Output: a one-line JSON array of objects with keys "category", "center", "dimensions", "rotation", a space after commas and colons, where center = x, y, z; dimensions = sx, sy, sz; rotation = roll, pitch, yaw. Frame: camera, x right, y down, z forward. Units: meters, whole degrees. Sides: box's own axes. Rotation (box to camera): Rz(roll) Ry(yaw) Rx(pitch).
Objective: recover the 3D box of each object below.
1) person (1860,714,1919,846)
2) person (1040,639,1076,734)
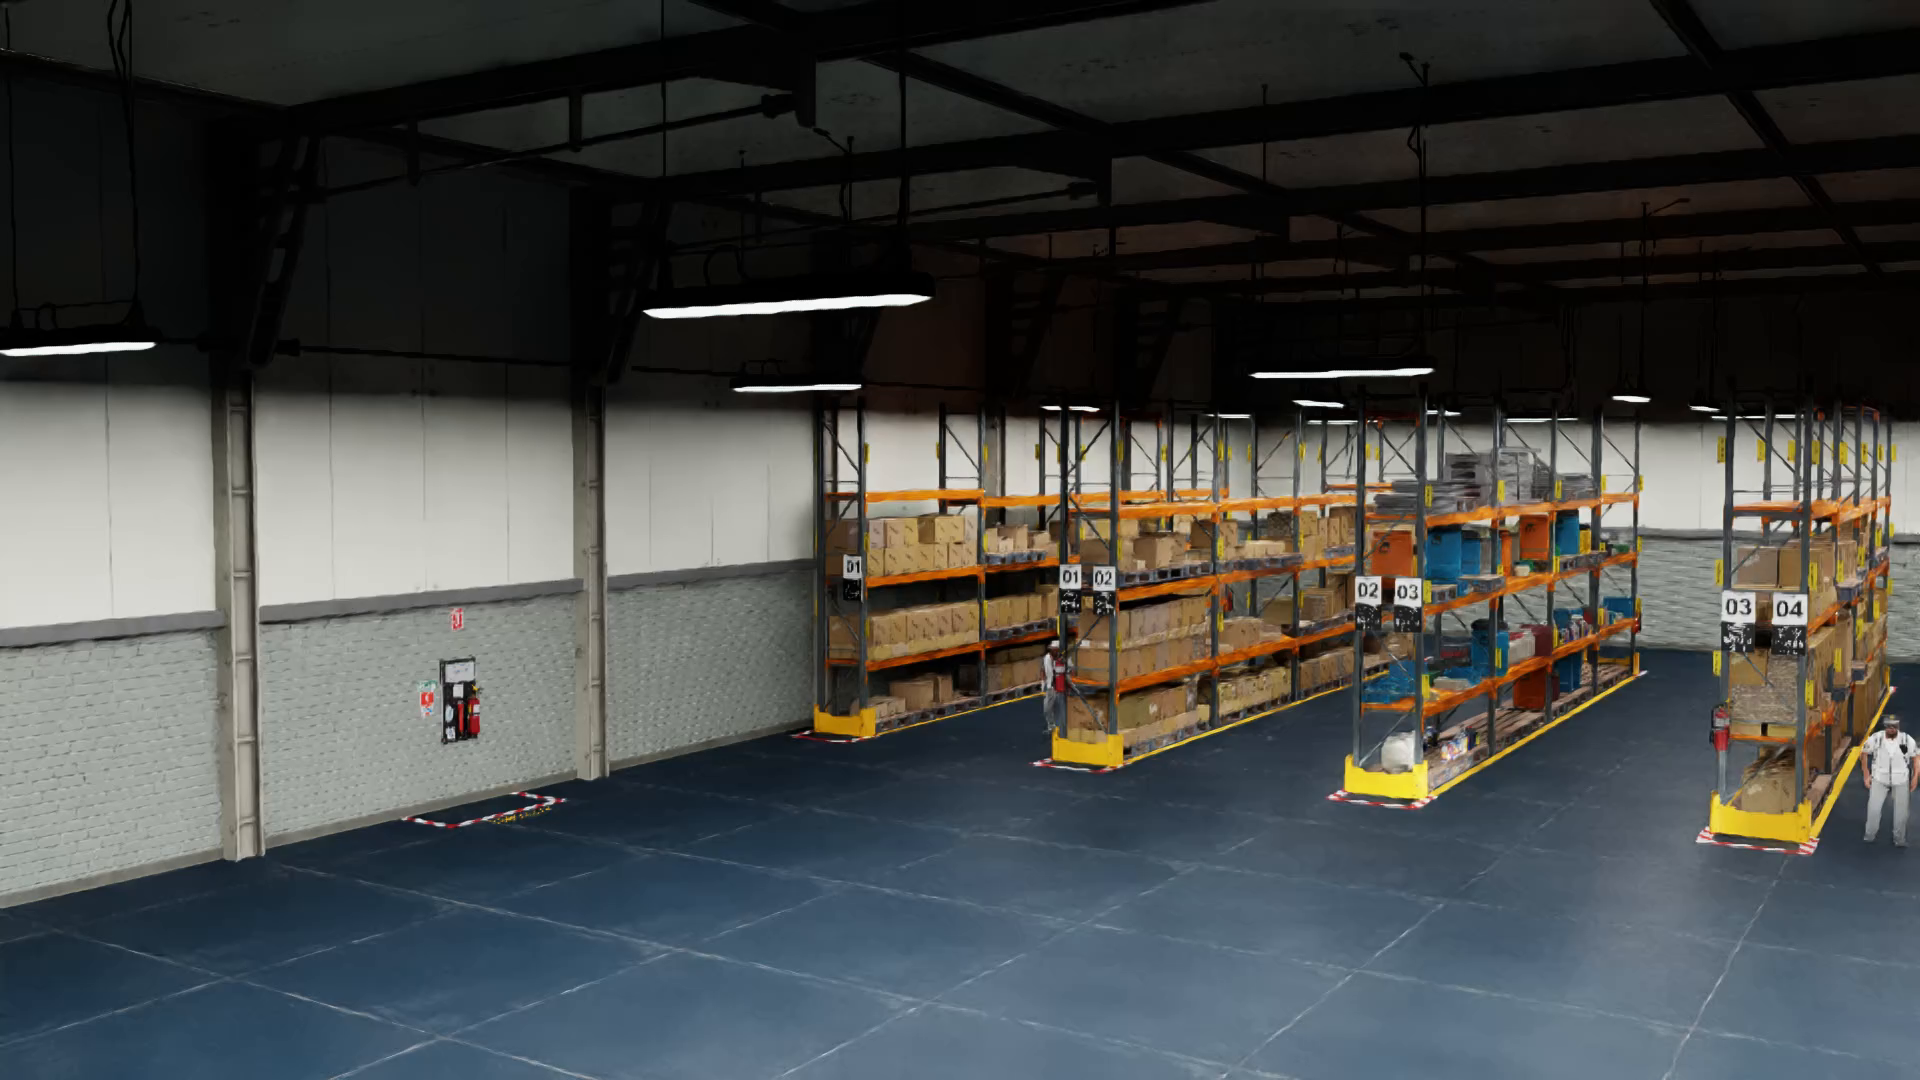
[{"category": "person", "center": [11.846, 3.036, 21.187], "dimensions": [0.683, 1.715, 0.538], "rotation": [2, 3, 29]}, {"category": "person", "center": [1.706, 2.604, 29.307], "dimensions": [0.702, 1.735, 0.549], "rotation": [2, 3, 31]}]
